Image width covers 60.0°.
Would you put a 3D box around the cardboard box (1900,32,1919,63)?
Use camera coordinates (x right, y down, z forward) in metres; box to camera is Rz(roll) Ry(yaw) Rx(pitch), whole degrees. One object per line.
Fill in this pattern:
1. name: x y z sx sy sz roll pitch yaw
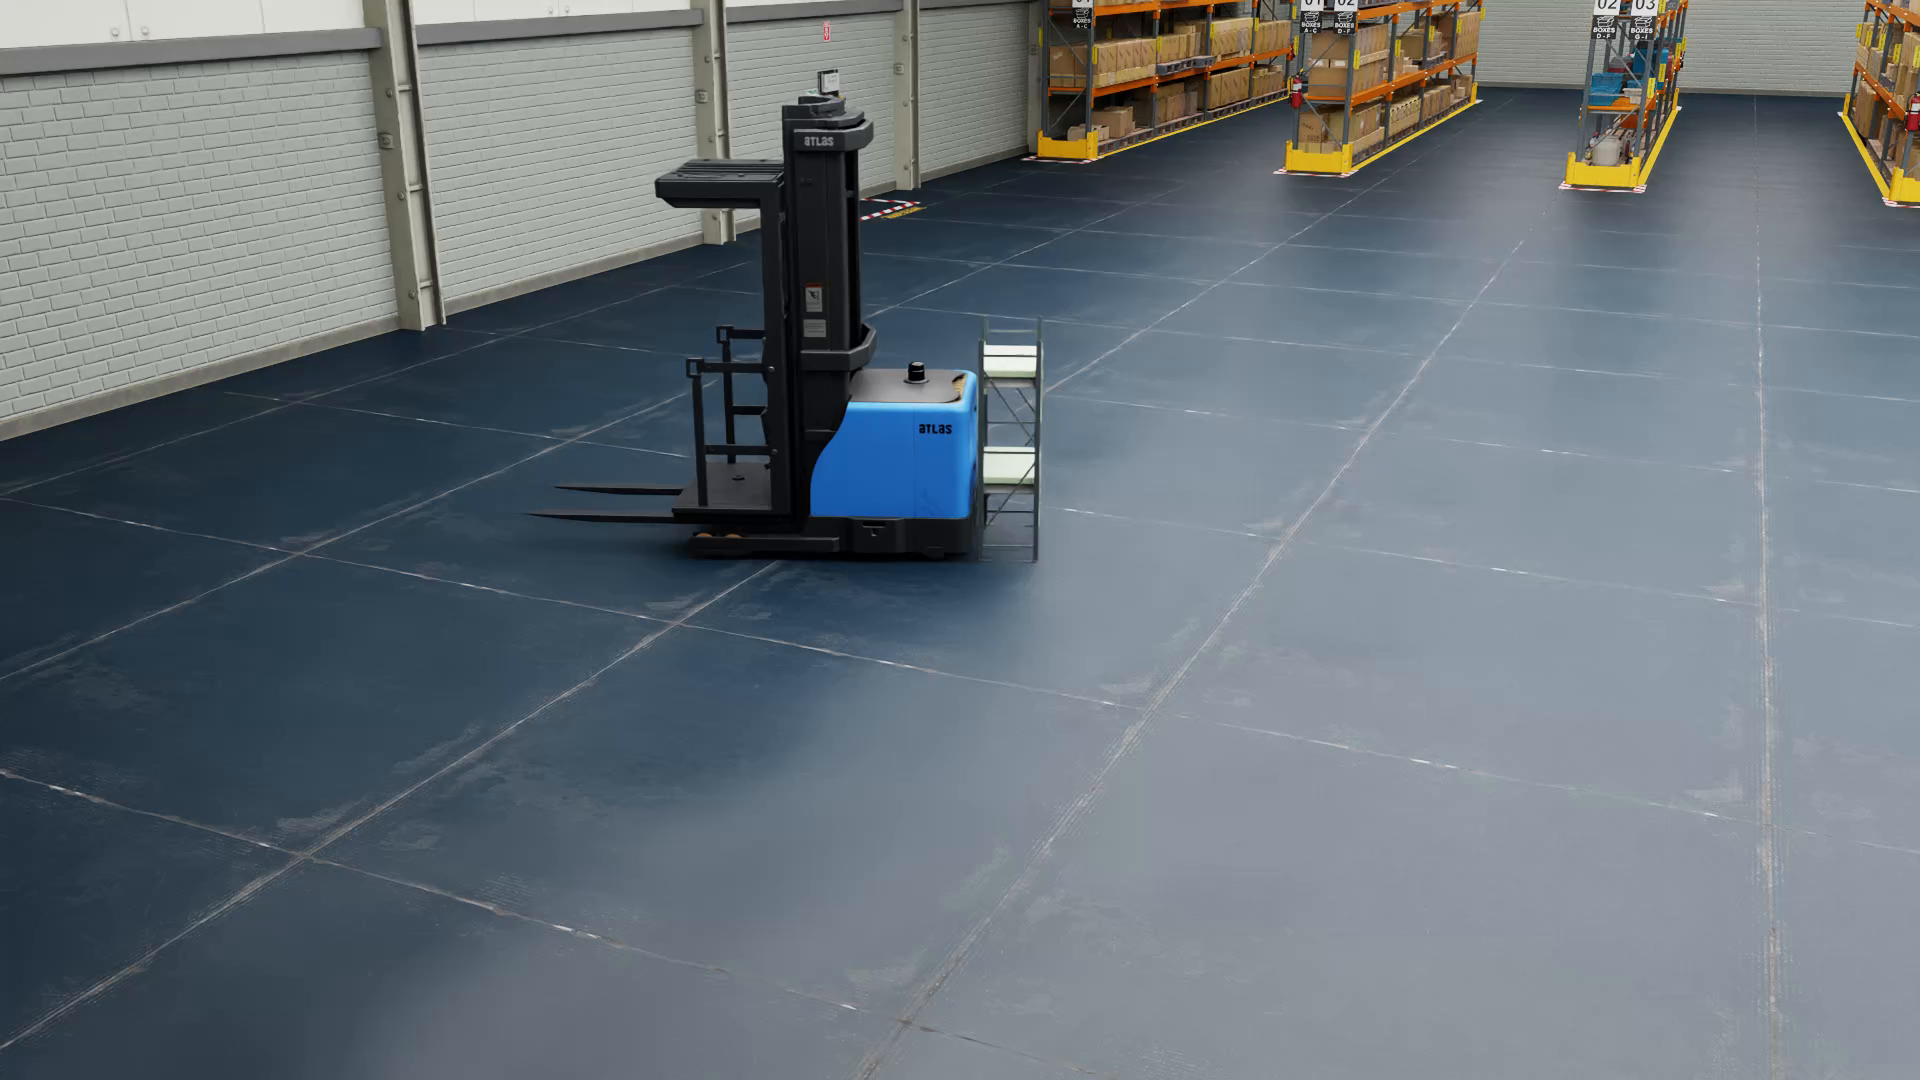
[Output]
1. cardboard box: 16.846 -8.638 29.196 0.500 0.500 0.500 9 21 23

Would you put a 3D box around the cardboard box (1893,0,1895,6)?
1. cardboard box: 18.475 -10.539 32.374 0.500 0.250 0.500 9 21 24

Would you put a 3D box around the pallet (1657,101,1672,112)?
1. pallet: 17.284 -10.870 41.718 1.003 0.211 1.213 9 21 23

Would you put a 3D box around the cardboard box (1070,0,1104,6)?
1. cardboard box: 2.432 -10.436 31.682 0.500 0.500 0.500 9 22 24

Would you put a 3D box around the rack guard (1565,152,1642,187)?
1. rack guard: 11.094 -6.391 28.694 1.175 0.500 0.348 9 21 23

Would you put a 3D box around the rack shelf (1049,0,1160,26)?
1. rack shelf: 2.886 -10.584 33.351 1.077 0.370 4.000 9 21 23

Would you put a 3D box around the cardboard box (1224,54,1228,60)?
1. cardboard box: 6.308 -11.774 40.445 0.380 0.149 0.250 9 21 23

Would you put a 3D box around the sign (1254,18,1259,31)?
1. sign: 7.480 -13.004 41.947 0.100 0.325 0.005 9 21 23

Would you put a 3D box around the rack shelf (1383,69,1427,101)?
1. rack shelf: 9.045 -9.715 35.384 1.077 0.370 4.000 9 21 23

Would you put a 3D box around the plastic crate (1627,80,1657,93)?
1. plastic crate: 12.538 -8.316 30.598 0.499 0.251 0.616 9 21 23

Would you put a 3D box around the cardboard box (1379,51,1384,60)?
1. cardboard box: 8.102 -9.527 32.664 0.380 0.149 0.250 8 21 21

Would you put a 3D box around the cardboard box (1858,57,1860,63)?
1. cardboard box: 21.311 -11.255 39.014 0.380 0.149 0.250 8 21 22

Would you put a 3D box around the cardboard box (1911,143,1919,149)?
1. cardboard box: 16.382 -6.444 28.217 0.500 0.500 0.500 11 22 28

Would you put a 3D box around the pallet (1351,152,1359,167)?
1. pallet: 6.863 -7.146 31.246 1.003 0.211 1.213 9 21 23

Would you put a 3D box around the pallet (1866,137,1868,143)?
1. pallet: 19.292 -8.222 34.273 1.003 0.211 1.213 9 21 23

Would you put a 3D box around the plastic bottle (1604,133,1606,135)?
1. plastic bottle: 12.166 -7.512 31.410 0.144 0.351 0.185 9 21 23

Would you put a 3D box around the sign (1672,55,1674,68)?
1. sign: 14.886 -9.988 34.834 0.100 0.325 0.005 9 21 23

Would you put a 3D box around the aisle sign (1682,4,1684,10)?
1. aisle sign: 17.954 -13.637 41.458 0.394 0.787 0.004 9 21 23

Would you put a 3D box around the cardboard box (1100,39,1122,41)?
1. cardboard box: 3.107 -10.141 34.581 0.500 0.500 0.500 8 21 22

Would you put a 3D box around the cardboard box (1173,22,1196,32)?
1. cardboard box: 5.292 -12.068 39.184 0.500 0.250 0.500 9 22 24

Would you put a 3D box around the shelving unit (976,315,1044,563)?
1. shelving unit: 0.338 -0.686 11.159 0.431 1.500 0.755 1 20 3

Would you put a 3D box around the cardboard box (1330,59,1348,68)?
1. cardboard box: 6.945 -8.663 30.234 0.380 0.149 0.250 8 21 22

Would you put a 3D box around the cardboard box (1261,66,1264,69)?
1. cardboard box: 7.983 -12.722 44.900 0.380 0.149 0.250 9 21 23

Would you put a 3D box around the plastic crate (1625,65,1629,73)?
1. plastic crate: 12.911 -9.134 32.700 0.392 0.384 0.575 9 21 23

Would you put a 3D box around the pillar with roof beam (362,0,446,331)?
1. pillar with roof beam: -1.879 -5.965 14.811 9.100 9.000 0.400 9 21 23

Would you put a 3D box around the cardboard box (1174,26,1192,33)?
1. cardboard box: 5.111 -11.694 38.101 0.380 0.149 0.250 5 20 14

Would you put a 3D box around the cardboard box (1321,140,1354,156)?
1. cardboard box: 7.011 -7.256 30.871 0.500 0.250 0.500 9 21 23

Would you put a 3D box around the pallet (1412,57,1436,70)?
1. pallet: 10.078 -10.792 37.624 1.213 0.211 1.003 9 21 23

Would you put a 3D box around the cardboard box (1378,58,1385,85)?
1. cardboard box: 8.050 -9.353 33.143 0.700 0.500 0.500 8 21 21

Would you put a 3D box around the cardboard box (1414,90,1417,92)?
1. cardboard box: 10.454 -10.333 39.120 0.500 0.500 0.500 8 21 21

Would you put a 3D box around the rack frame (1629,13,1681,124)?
1. rack frame: 16.019 -11.207 38.506 1.000 3.000 0.127 9 21 23

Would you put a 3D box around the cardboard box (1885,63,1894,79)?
1. cardboard box: 18.004 -8.951 31.760 0.500 0.250 0.500 8 21 21

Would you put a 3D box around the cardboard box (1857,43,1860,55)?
1. cardboard box: 21.733 -11.710 39.700 0.500 0.250 0.500 8 21 21

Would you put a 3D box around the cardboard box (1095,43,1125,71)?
1. cardboard box: 2.966 -9.602 33.067 0.500 0.500 0.500 8 21 21

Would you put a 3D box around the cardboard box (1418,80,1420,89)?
1. cardboard box: 10.672 -10.851 39.459 0.500 0.250 0.500 9 21 23

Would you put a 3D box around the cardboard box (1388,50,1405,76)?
1. cardboard box: 9.192 -10.197 35.517 0.500 0.500 0.500 7 21 20

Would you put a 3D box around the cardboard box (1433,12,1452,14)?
1. cardboard box: 12.301 -13.217 42.514 0.500 0.500 0.500 9 21 23

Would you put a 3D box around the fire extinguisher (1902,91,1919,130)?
1. fire extinguisher: 15.157 -6.851 26.373 0.296 0.674 0.183 9 21 23

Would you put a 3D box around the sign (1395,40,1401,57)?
1. sign: 8.733 -9.812 33.173 0.100 0.325 0.005 9 21 23

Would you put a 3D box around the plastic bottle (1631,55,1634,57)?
1. plastic bottle: 15.103 -10.777 37.480 0.152 0.276 0.135 9 21 23

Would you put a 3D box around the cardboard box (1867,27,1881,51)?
1. cardboard box: 20.482 -11.128 36.943 0.500 0.500 0.500 9 22 24

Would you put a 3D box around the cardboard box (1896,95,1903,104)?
1. cardboard box: 16.475 -7.636 28.839 0.380 0.149 0.250 9 21 23

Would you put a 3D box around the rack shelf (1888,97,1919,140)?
1. rack shelf: 16.443 -7.132 28.120 1.077 0.370 4.000 9 21 23

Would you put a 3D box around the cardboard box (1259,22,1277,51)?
1. cardboard box: 7.811 -13.318 43.993 0.980 0.700 0.700 7 21 20

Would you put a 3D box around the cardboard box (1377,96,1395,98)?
1. cardboard box: 9.382 -9.712 36.942 0.500 0.311 0.500 9 22 25

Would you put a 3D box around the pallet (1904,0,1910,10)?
1. pallet: 17.612 -9.581 29.737 1.213 0.211 1.003 9 21 23

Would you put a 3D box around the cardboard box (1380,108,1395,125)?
1. cardboard box: 8.623 -8.701 34.099 0.500 0.311 0.500 9 21 23

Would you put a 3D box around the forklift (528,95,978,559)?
1. forklift: -1.407 -1.429 11.114 3.031 2.935 1.130 1 20 3

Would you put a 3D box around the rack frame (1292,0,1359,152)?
1. rack frame: 6.588 -8.220 30.106 1.000 3.000 0.127 9 21 23

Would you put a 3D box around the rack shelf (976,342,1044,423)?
1. rack shelf: 0.338 -1.054 11.028 0.431 0.370 0.720 1 20 3

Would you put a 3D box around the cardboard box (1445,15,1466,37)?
1. cardboard box: 12.162 -12.670 40.976 0.500 0.500 0.500 8 21 21

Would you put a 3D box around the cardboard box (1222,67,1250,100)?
1. cardboard box: 6.834 -11.535 42.009 0.750 0.750 0.750 9 21 23

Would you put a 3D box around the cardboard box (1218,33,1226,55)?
1. cardboard box: 5.999 -11.813 39.586 0.500 0.500 0.500 9 22 24

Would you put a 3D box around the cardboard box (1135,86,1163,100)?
1. cardboard box: 4.169 -9.867 36.690 0.500 0.250 0.500 8 21 22

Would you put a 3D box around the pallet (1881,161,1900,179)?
1. pallet: 17.019 -6.558 29.595 1.003 0.211 1.213 9 21 23

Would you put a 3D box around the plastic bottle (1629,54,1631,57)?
1. plastic bottle: 14.859 -10.633 36.965 0.144 0.351 0.185 9 21 23

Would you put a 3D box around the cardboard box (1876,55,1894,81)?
1. cardboard box: 18.876 -9.537 33.660 0.500 0.500 0.500 9 22 24
